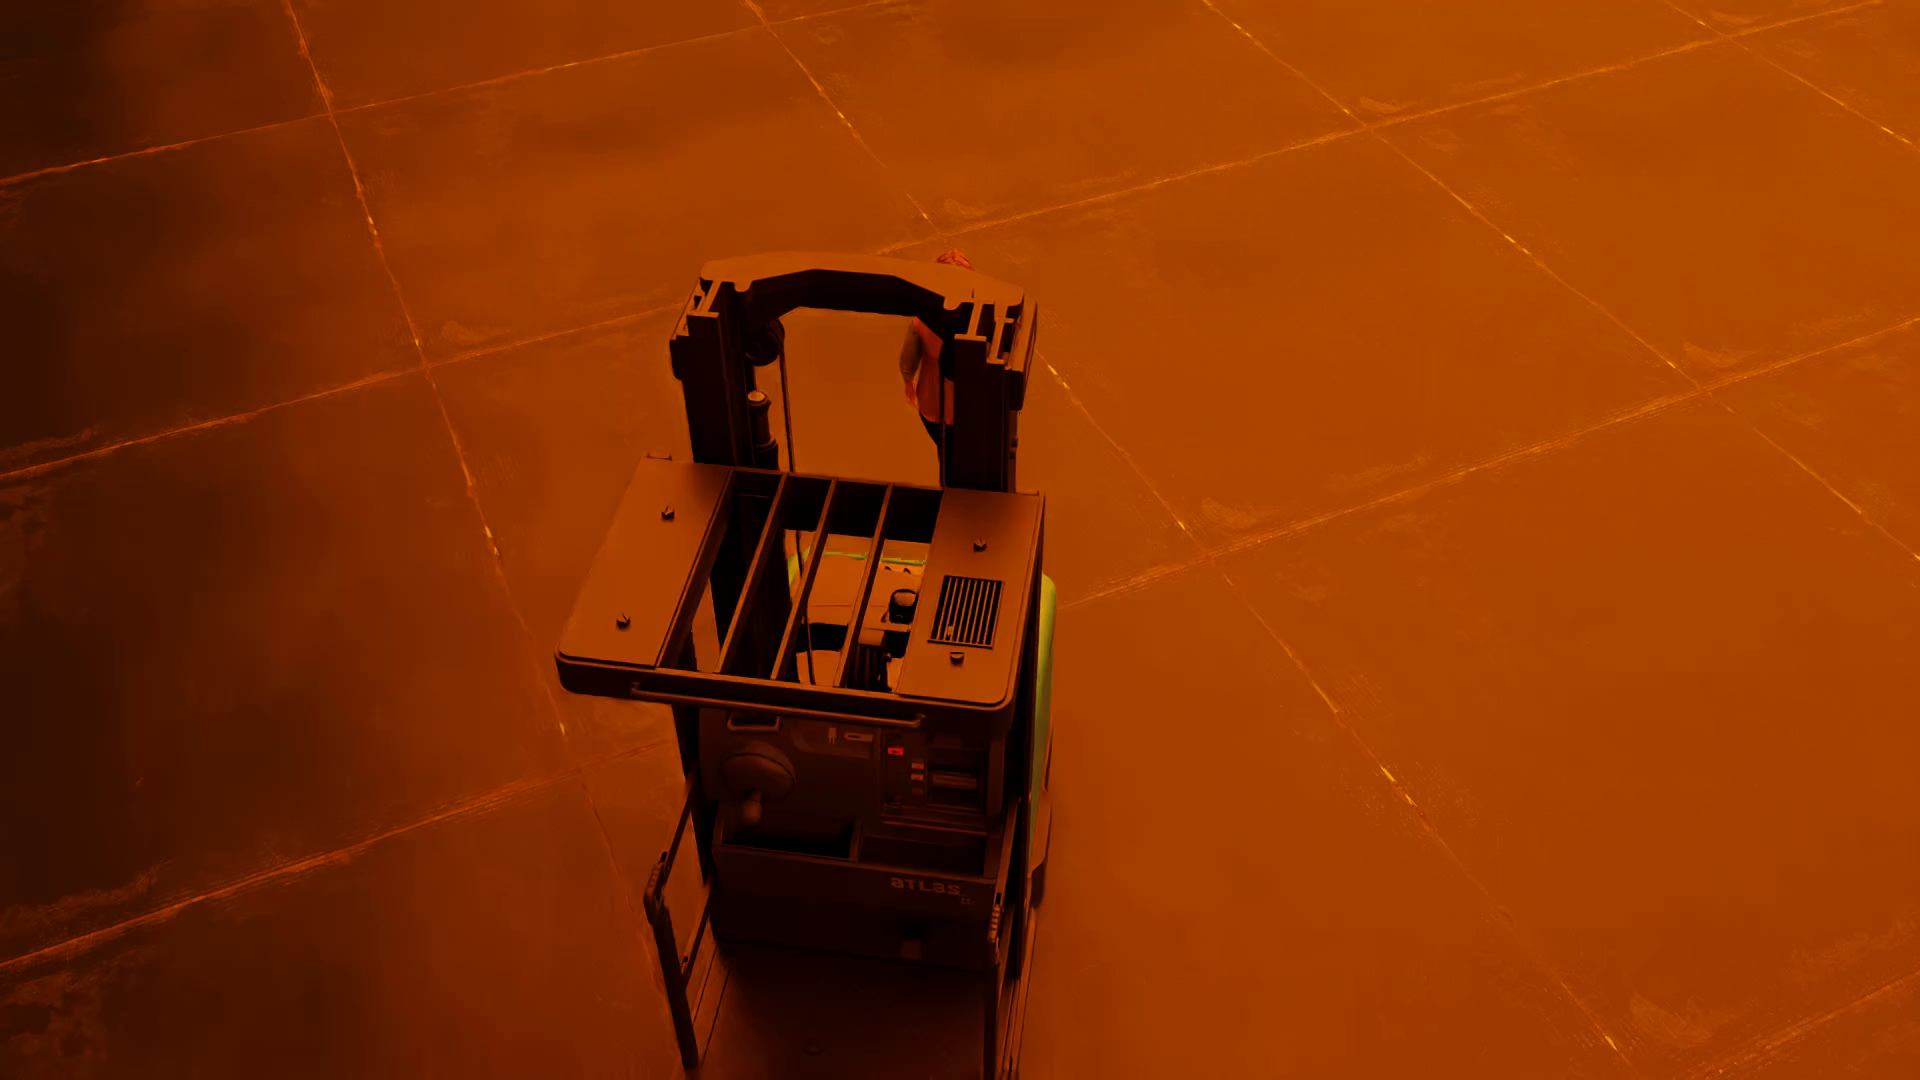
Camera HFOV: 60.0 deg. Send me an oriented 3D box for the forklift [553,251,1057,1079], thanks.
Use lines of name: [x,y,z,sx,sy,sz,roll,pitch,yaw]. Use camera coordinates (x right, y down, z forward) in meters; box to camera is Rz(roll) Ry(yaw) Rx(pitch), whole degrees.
forklift: [-0.357,0.775,4.850,1.130,2.935,3.031,6,43,6]

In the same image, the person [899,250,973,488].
person: [0.016,-0.669,7.395,0.516,1.585,0.534,8,44,8]
